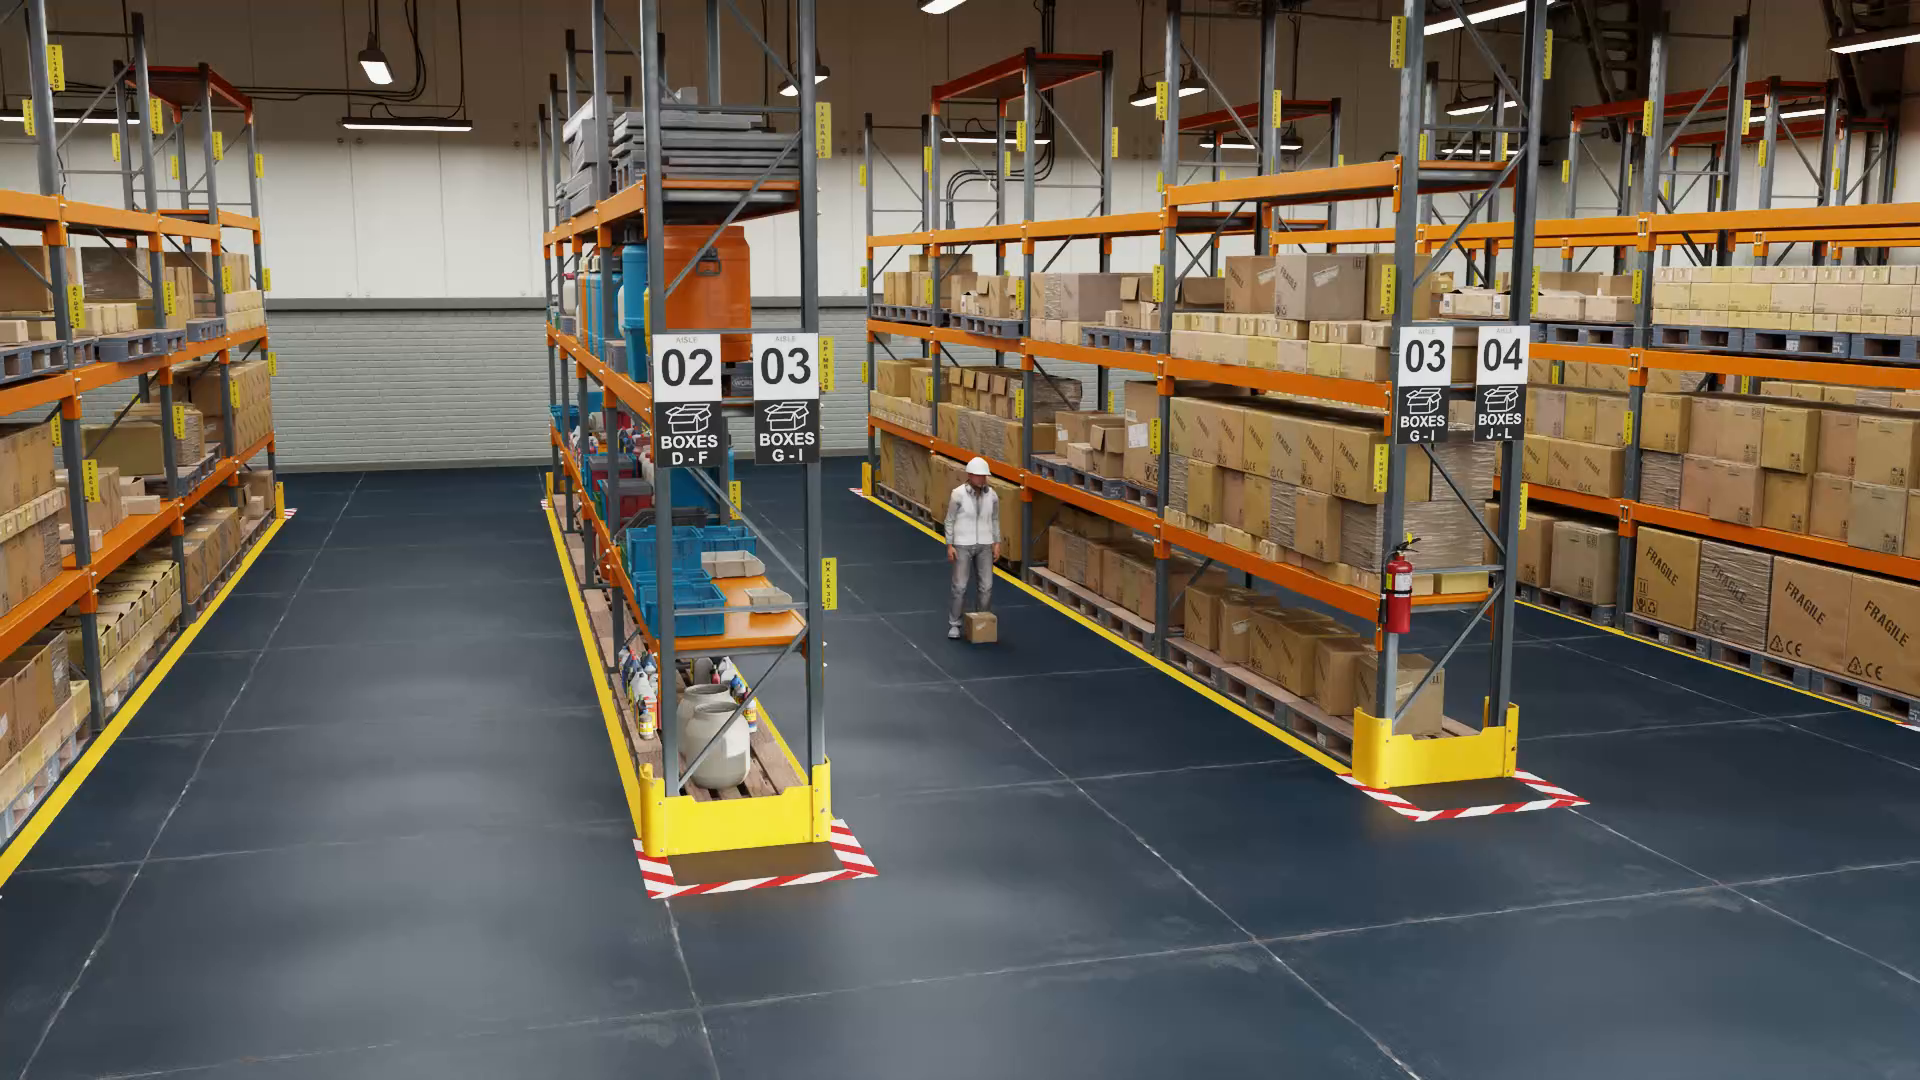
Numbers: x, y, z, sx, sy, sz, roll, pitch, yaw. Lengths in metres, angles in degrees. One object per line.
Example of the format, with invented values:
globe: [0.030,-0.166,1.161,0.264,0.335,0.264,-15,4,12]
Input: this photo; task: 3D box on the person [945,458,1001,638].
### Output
person: [0.131,0.064,16.396,0.593,1.771,0.464,-3,10,-19]
